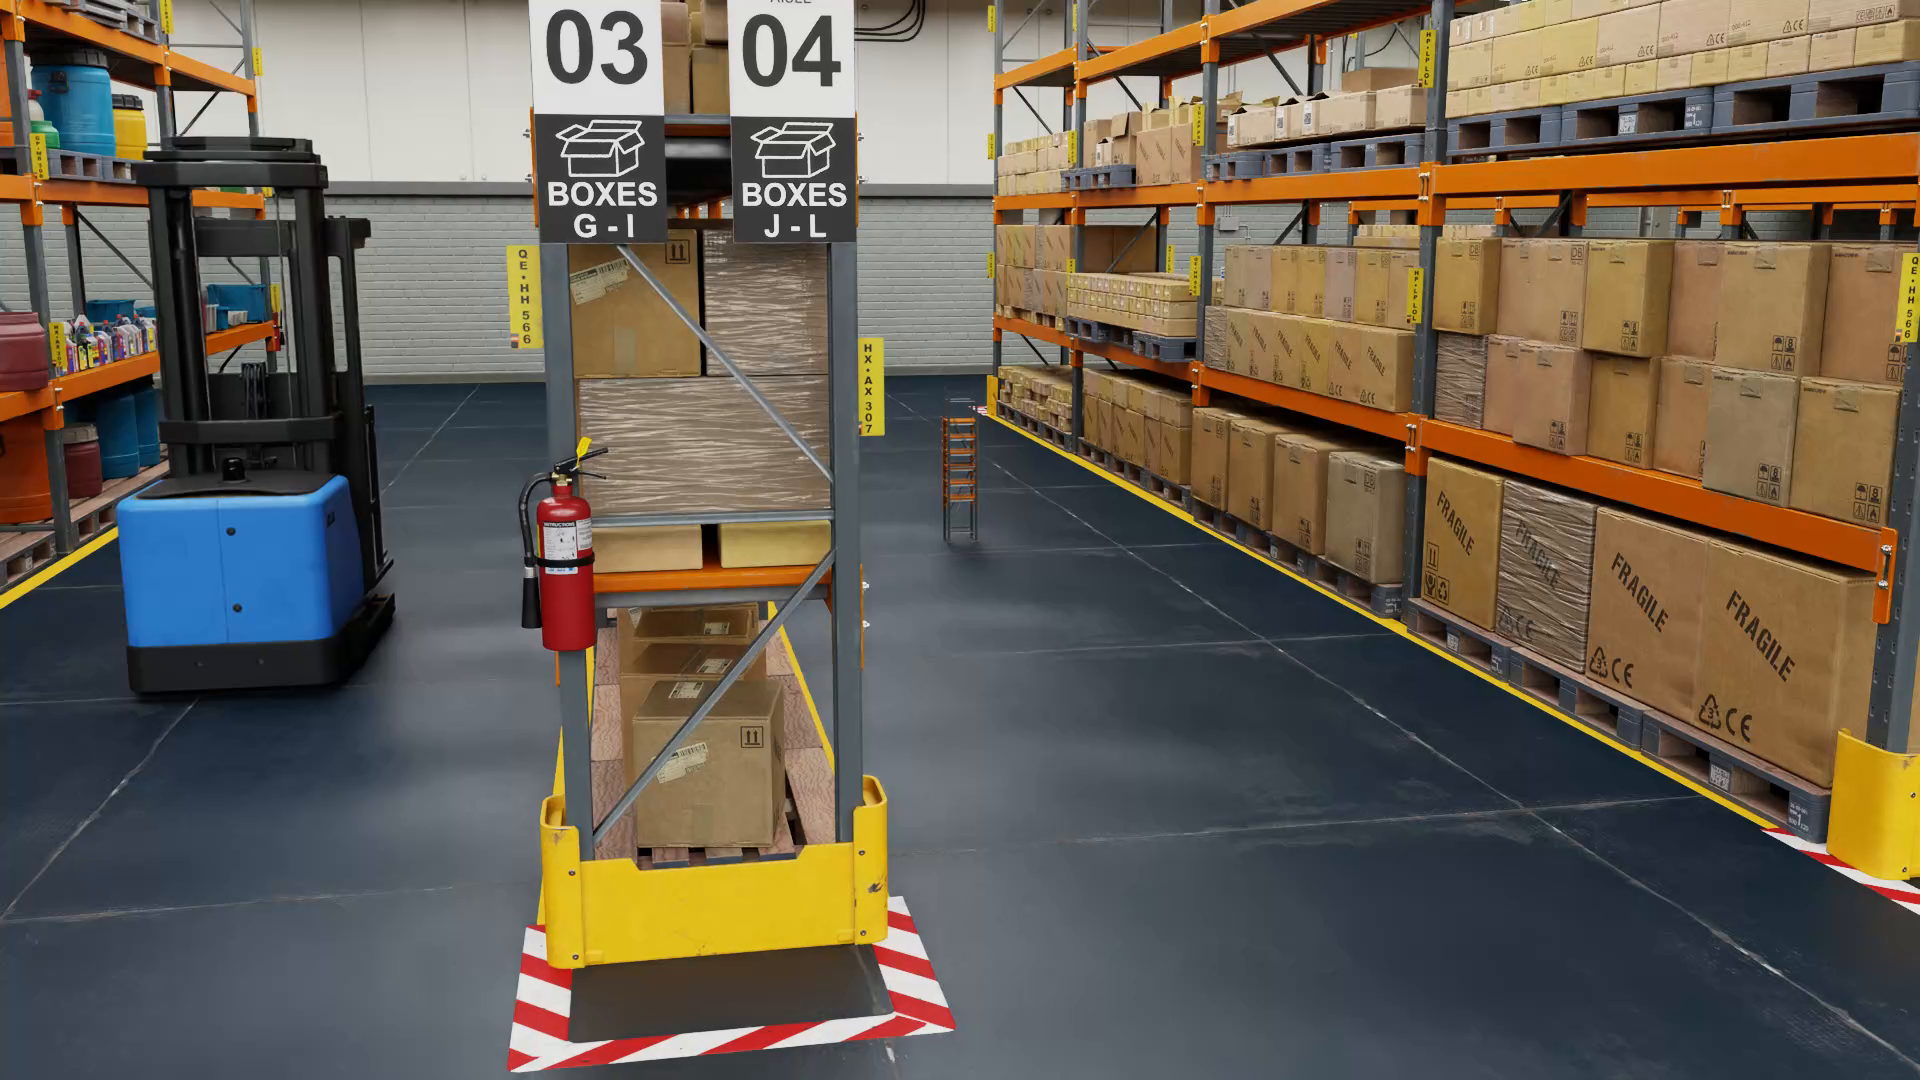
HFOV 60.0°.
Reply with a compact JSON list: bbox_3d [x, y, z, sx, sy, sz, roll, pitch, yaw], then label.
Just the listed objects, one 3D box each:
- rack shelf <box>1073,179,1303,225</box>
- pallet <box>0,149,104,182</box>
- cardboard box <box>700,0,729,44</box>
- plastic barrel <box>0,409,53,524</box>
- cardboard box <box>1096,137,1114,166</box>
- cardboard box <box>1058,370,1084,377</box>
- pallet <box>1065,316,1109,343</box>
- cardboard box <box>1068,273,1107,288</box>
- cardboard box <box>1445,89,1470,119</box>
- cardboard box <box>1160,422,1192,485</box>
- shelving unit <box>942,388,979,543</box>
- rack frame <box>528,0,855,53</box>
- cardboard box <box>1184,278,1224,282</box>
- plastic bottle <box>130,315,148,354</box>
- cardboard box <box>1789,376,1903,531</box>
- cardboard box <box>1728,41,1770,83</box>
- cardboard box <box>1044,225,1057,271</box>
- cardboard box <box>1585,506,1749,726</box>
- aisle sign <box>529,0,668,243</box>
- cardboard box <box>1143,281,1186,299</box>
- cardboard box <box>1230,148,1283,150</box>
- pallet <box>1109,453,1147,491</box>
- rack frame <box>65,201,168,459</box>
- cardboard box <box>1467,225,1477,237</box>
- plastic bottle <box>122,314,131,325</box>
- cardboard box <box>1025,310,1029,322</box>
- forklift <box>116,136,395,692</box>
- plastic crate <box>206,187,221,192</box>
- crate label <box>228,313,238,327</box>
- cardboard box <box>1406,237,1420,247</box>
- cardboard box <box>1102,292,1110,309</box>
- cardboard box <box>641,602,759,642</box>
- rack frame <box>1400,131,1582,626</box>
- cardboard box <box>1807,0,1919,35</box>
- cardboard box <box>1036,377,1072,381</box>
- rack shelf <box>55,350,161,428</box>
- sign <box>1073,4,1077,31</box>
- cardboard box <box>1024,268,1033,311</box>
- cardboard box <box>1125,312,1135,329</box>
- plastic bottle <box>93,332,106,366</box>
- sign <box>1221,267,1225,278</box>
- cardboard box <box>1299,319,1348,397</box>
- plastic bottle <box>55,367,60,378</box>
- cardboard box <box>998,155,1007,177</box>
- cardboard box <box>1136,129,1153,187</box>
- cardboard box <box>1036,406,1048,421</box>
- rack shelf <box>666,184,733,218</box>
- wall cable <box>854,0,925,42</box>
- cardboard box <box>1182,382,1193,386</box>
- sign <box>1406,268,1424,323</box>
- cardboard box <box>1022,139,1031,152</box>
[{"bbox_3d":[2.105,-3.181,15.789,1.077,0.370,4.000,-2,11,-11],"label":"rack shelf"},{"bbox_3d":[-7.303,-2.877,12.771,1.003,0.211,1.213,-2,11,-11],"label":"pallet"},{"bbox_3d":[-0.662,-1.720,5.522,0.380,0.149,0.250,-2,11,-11],"label":"cardboard box"},{"bbox_3d":[-7.362,-0.581,12.910,0.600,0.830,0.708,-2,11,-11],"label":"plastic barrel"},{"bbox_3d":[1.681,-3.895,16.730,0.500,0.311,0.500,-2,11,-12],"label":"cardboard box"},{"bbox_3d":[1.445,-2.031,20.754,0.380,0.149,0.250,-3,11,-13],"label":"cardboard box"},{"bbox_3d":[1.722,-2.188,17.183,1.003,0.211,1.213,-2,11,-11],"label":"pallet"},{"bbox_3d":[1.341,-2.714,17.390,0.380,0.149,0.250,-2,11,-8],"label":"cardboard box"},{"bbox_3d":[3.009,-2.487,9.499,0.380,0.149,0.250,-2,11,-12],"label":"cardboard box"},{"bbox_3d":[2.109,-0.784,14.854,0.500,0.500,0.500,-2,11,-11],"label":"cardboard box"},{"bbox_3d":[0.003,-0.587,13.070,0.258,1.200,0.189,-2,11,-11],"label":"shelving unit"},{"bbox_3d":[-0.835,-3.012,4.955,1.000,3.000,0.127,-2,11,-11],"label":"rack frame"},{"bbox_3d":[2.337,-2.402,15.752,0.380,0.149,0.250,-2,11,-9],"label":"cardboard box"},{"bbox_3d":[-7.492,-1.871,15.136,0.144,0.351,0.185,-2,11,-11],"label":"plastic bottle"},{"bbox_3d":[3.933,-0.367,6.701,0.875,0.550,0.550,-2,11,-11],"label":"cardboard box"},{"bbox_3d":[3.505,-2.021,7.050,0.380,0.149,0.250,-2,11,-10],"label":"cardboard box"},{"bbox_3d":[1.253,-3.285,18.697,0.500,0.500,0.500,-2,11,-13],"label":"cardboard box"},{"bbox_3d":[3.680,0.327,8.014,0.875,0.875,0.875,-2,11,-12],"label":"cardboard box"},{"bbox_3d":[-1.118,-1.320,5.156,0.394,0.787,0.004,-2,11,-11],"label":"aisle sign"},{"bbox_3d":[1.851,-2.237,14.883,0.380,0.149,0.250,-2,11,-9],"label":"cardboard box"},{"bbox_3d":[2.402,-3.233,13.417,0.380,0.149,0.250,-3,11,-13],"label":"cardboard box"},{"bbox_3d":[2.109,-0.691,16.262,1.003,0.211,1.213,-2,11,-11],"label":"pallet"},{"bbox_3d":[-8.028,-2.086,16.133,1.000,3.000,0.127,-2,11,-11],"label":"rack frame"},{"bbox_3d":[6.196,-3.629,19.562,0.380,0.149,0.250,-2,11,-11],"label":"cardboard box"},{"bbox_3d":[-7.669,-1.900,15.287,0.144,0.351,0.185,-2,11,-11],"label":"plastic bottle"},{"bbox_3d":[1.003,-2.731,20.193,0.380,0.149,0.250,-2,11,-12],"label":"cardboard box"},{"bbox_3d":[-4.091,-0.869,9.926,1.130,2.935,3.031,-2,11,-10],"label":"forklift"},{"bbox_3d":[-8.160,-3.793,17.788,0.437,0.136,0.530,-2,11,-11],"label":"plastic crate"},{"bbox_3d":[-8.349,-2.473,18.709,0.396,0.136,0.243,-2,11,-11],"label":"crate label"},{"bbox_3d":[5.900,-3.522,20.736,0.500,0.500,0.500,-2,11,-11],"label":"cardboard box"},{"bbox_3d":[1.601,-2.327,16.155,0.380,0.149,0.250,-2,11,-12],"label":"cardboard box"},{"bbox_3d":[-1.258,0.514,8.038,0.500,0.500,0.500,-3,11,-16],"label":"cardboard box"},{"bbox_3d":[3.272,-0.960,10.221,1.000,3.000,0.127,-2,11,-11],"label":"rack frame"},{"bbox_3d":[3.680,-2.108,6.441,0.500,0.250,0.500,-2,11,-10],"label":"cardboard box"},{"bbox_3d":[1.124,-1.868,19.897,0.380,0.149,0.250,-2,11,-11],"label":"cardboard box"},{"bbox_3d":[-7.639,-1.366,14.273,1.077,0.370,4.000,-2,11,-11],"label":"rack shelf"},{"bbox_3d":[1.486,-6.662,21.207,0.100,0.325,0.005,-2,11,-11],"label":"sign"},{"bbox_3d":[1.071,-2.983,19.786,0.500,0.500,0.500,-2,11,-12],"label":"cardboard box"},{"bbox_3d":[1.751,-2.039,15.434,0.380,0.149,0.250,-3,11,-14],"label":"cardboard box"},{"bbox_3d":[-7.197,-1.600,13.890,0.061,0.283,0.133,-2,11,-11],"label":"plastic bottle"},{"bbox_3d":[4.595,-4.535,28.280,0.327,0.218,0.001,-2,11,-11],"label":"sign"},{"bbox_3d":[2.711,-1.281,11.637,0.500,0.500,0.500,-2,11,-10],"label":"cardboard box"},{"bbox_3d":[-7.017,-1.382,12.769,0.152,0.276,0.135,-2,11,-11],"label":"plastic bottle"},{"bbox_3d":[0.770,-4.715,20.988,0.500,0.250,0.500,-2,11,-10],"label":"cardboard box"},{"bbox_3d":[1.930,-3.495,15.249,0.500,0.500,0.500,-2,11,-11],"label":"cardboard box"},{"bbox_3d":[1.104,-1.483,19.467,0.380,0.149,0.250,-2,11,-11],"label":"cardboard box"},{"bbox_3d":[-2.002,-2.286,11.084,1.077,0.370,4.000,-2,11,-11],"label":"rack shelf"},{"bbox_3d":[-1.666,-8.689,26.179,2.277,5.999,0.120,-2,11,-11],"label":"wall cable"},{"bbox_3d":[2.415,-1.360,15.878,0.500,0.250,0.500,-2,11,-11],"label":"cardboard box"},{"bbox_3d":[2.741,-1.469,10.007,0.100,0.325,0.005,-2,11,-11],"label":"sign"},{"bbox_3d":[0.949,-4.695,19.818,0.380,0.149,0.250,-2,11,-9],"label":"cardboard box"}]
